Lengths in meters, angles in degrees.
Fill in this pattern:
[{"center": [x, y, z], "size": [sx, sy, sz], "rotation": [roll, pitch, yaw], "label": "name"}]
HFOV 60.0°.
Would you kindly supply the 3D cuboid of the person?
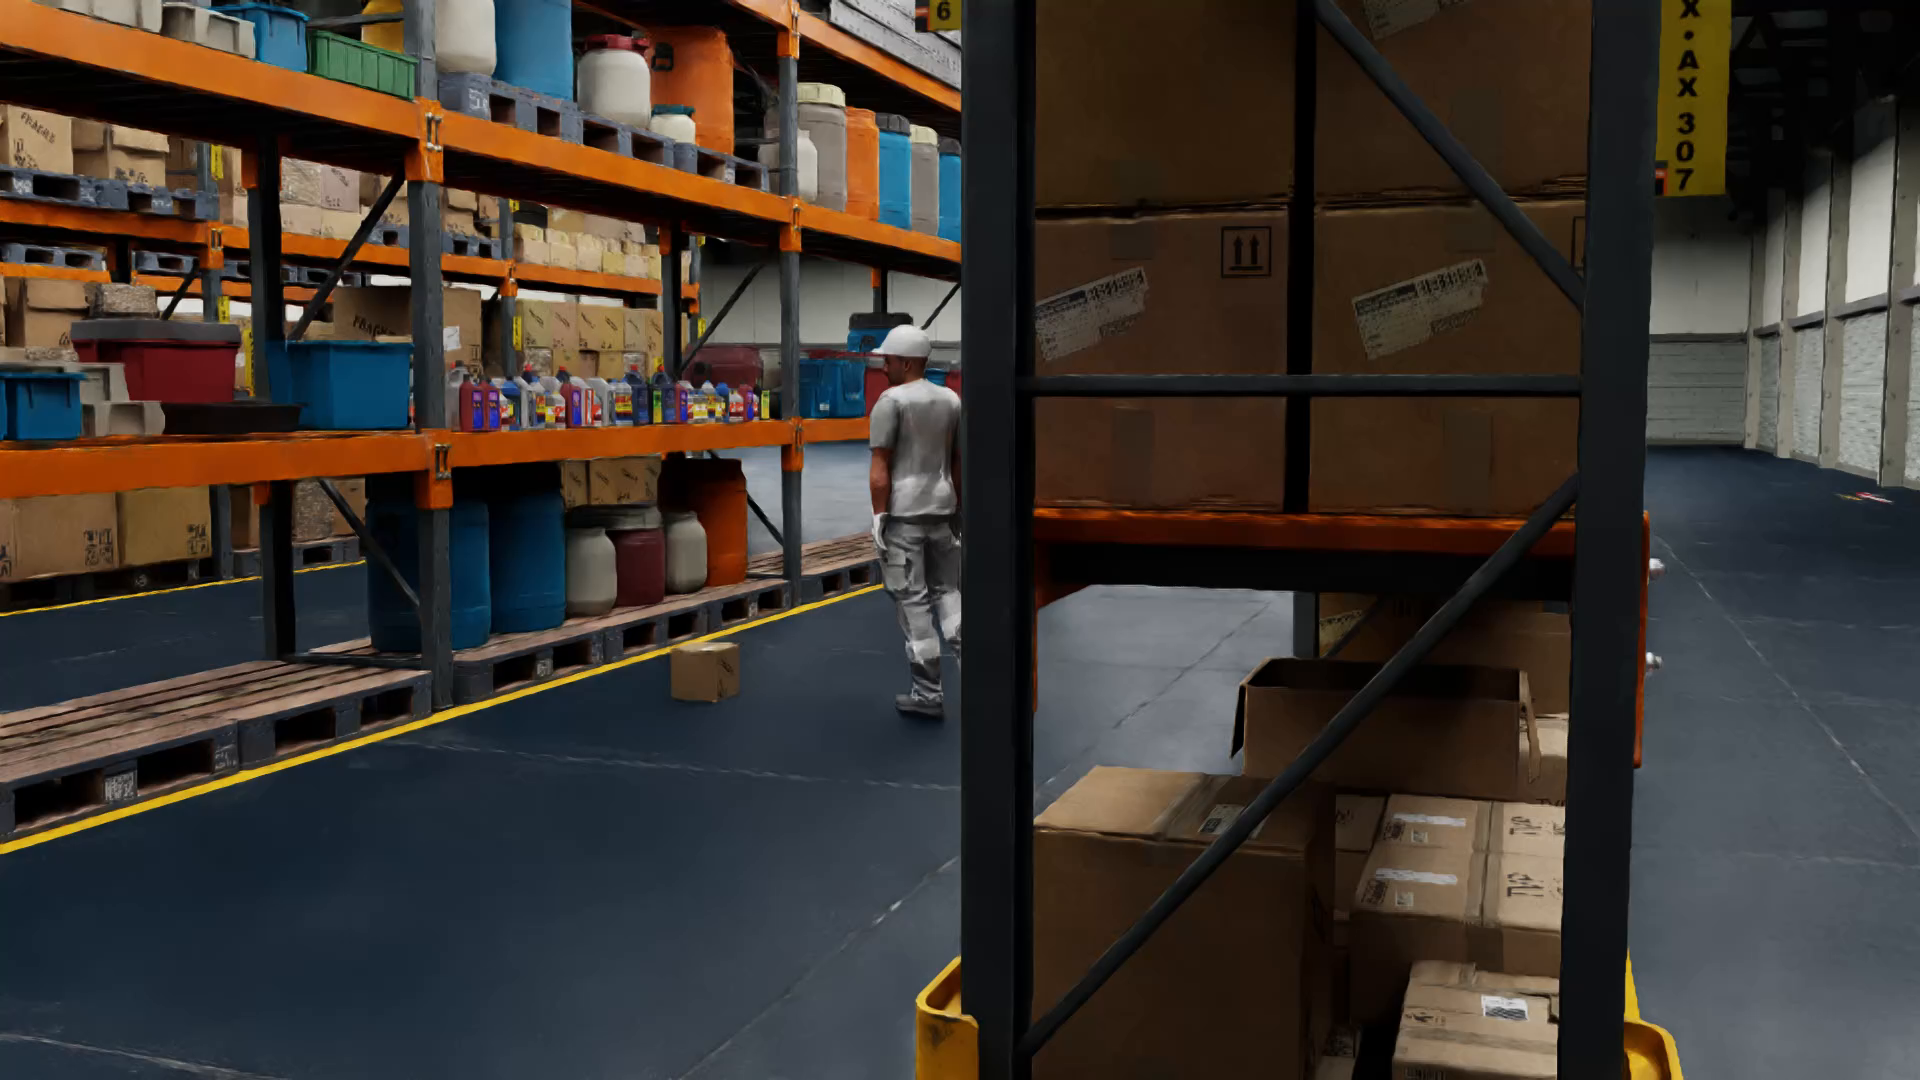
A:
[{"center": [-0.127, -0.094, 7.653], "size": [0.710, 1.781, 0.456], "rotation": [-4, 6, -37], "label": "person"}]
